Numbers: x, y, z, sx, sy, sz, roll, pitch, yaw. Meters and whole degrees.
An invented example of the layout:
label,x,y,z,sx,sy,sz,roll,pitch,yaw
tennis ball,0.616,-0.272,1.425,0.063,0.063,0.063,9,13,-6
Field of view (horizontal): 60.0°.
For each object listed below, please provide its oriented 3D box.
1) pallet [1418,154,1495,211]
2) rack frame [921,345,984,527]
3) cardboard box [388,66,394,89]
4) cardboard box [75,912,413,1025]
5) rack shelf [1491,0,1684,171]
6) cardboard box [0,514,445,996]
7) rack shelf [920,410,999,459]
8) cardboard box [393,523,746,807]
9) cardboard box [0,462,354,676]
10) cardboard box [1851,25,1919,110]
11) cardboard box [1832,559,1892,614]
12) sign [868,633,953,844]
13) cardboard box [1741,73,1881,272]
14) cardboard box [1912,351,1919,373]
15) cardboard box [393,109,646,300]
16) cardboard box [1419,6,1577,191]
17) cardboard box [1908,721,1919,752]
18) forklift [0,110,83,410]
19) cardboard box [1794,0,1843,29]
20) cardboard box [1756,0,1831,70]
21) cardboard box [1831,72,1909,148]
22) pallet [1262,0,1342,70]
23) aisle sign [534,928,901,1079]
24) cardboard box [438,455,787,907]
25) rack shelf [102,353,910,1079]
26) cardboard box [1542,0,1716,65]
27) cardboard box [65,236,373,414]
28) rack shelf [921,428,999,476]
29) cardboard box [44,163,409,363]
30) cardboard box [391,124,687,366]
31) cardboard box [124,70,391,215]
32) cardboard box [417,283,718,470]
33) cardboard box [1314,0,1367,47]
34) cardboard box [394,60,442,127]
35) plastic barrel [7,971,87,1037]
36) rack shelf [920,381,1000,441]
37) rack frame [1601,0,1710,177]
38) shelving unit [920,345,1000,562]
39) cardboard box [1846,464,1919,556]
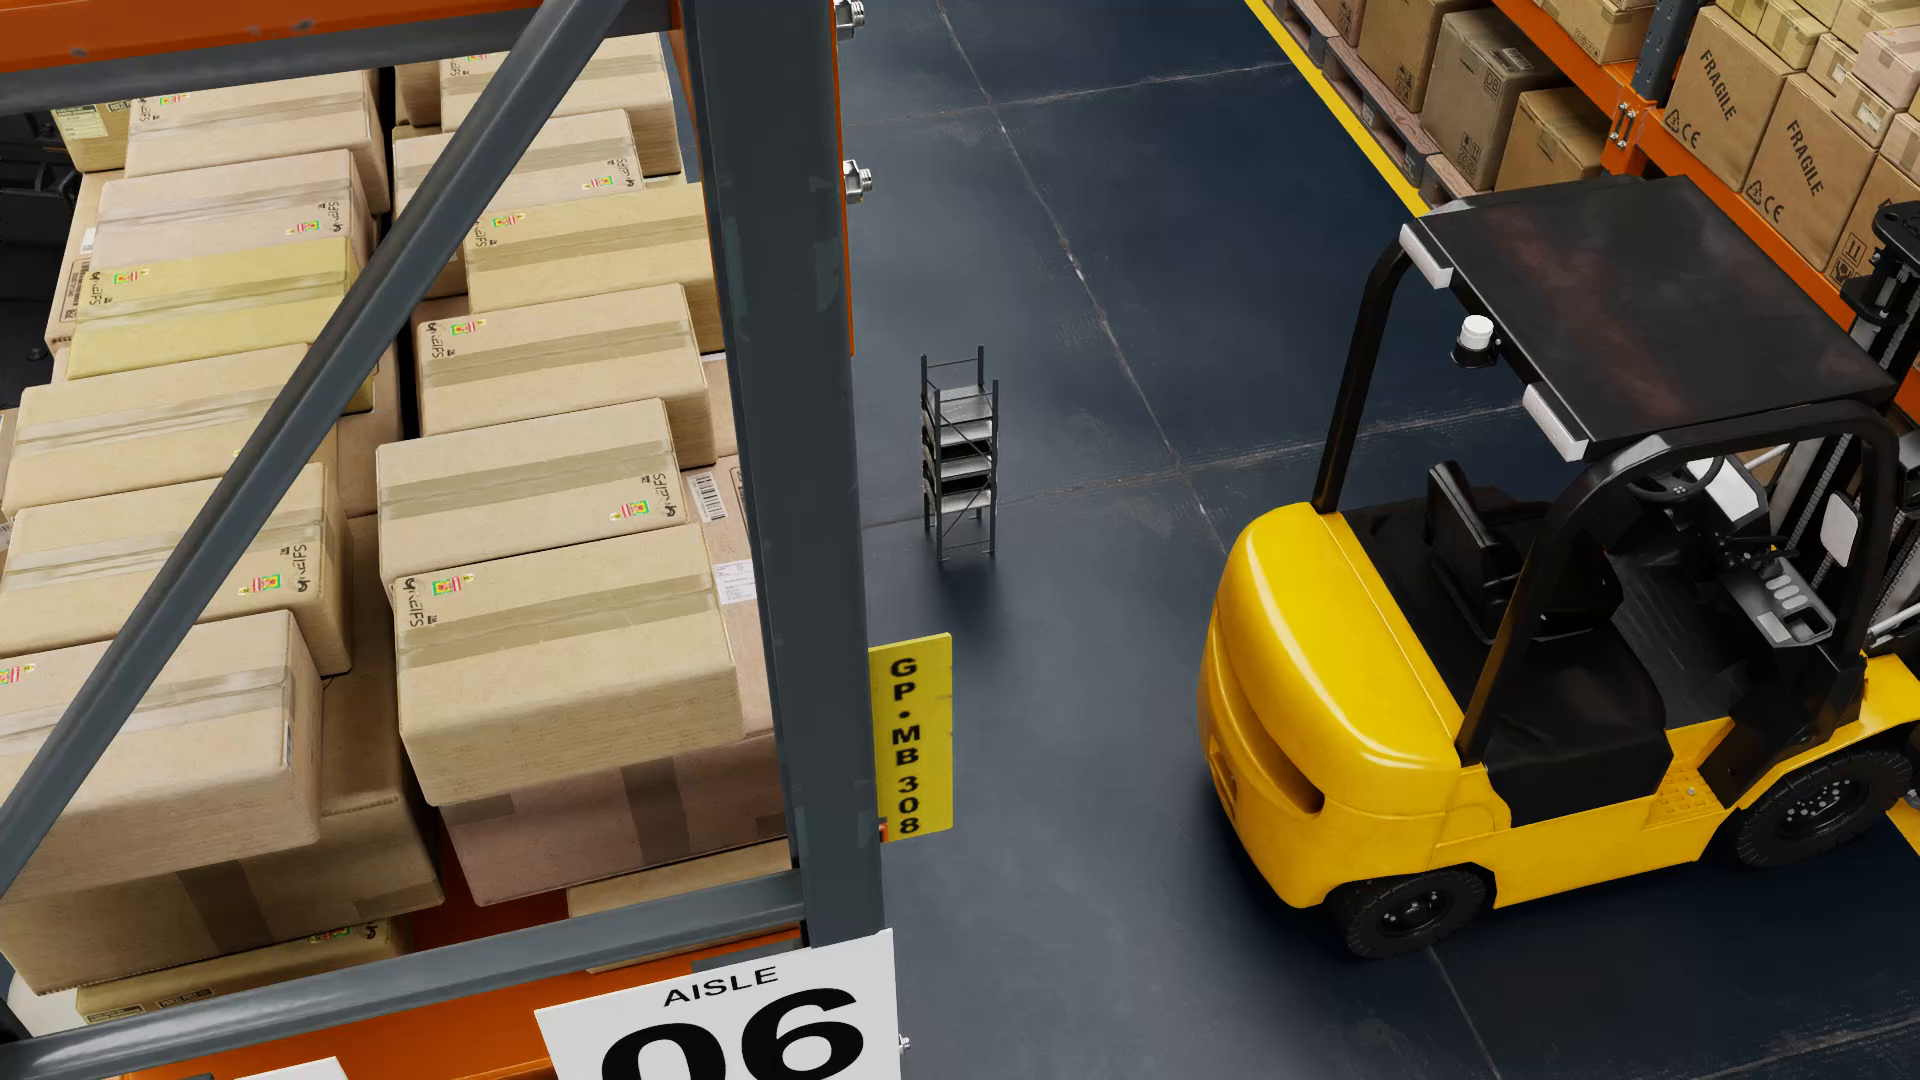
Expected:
label,x,y,z,sx,sy,sz,roll,pitch,yaw
pallet,2.966,-1.528,8.100,1.003,0.211,1.213,-11,47,-10
rack frame,-0.028,-0.391,6.503,0.240,0.900,0.006,-11,47,-10
cardboard box,-1.501,-1.137,3.561,0.500,0.250,0.500,-10,46,-10
cardboard box,-0.943,0.512,2.223,0.380,0.149,0.250,-11,47,-10
rack shelf,2.680,-3.131,8.222,1.077,0.370,4.000,-11,47,-10
cardboard box,-0.973,0.264,2.188,0.500,0.250,0.500,-11,47,-11
rack shelf,-0.002,-0.423,6.329,0.258,0.077,0.200,-11,47,-10
cardboard box,-0.475,0.146,2.024,0.380,0.149,0.250,-11,47,-11
cardboard box,-0.982,0.064,2.105,0.380,0.149,0.250,-10,46,-10
cardboard box,3.182,-1.559,5.445,0.380,0.149,0.250,-10,46,-9
cardboard box,3.394,0.074,5.858,0.500,0.250,0.500,-11,47,-10
sign,-0.057,0.214,1.728,0.100,0.325,0.005,-11,47,-10
cardboard box,3.202,-1.327,5.880,0.500,0.500,0.500,-10,46,-10
cardboard box,3.441,-0.626,5.193,0.500,0.500,0.500,-10,46,-10
cardboard box,-0.708,-0.550,2.706,0.380,0.149,0.250,-11,47,-11
cardboard box,2.856,-2.214,8.188,0.875,0.625,0.625,-11,47,-11
cardboard box,3.553,0.616,5.677,0.500,0.250,0.500,-10,46,-10
forklift,-3.763,-1.642,6.307,1.130,2.935,3.031,5,46,5
cardboard box,3.158,-1.933,5.812,0.380,0.149,0.250,-10,46,-10
cardboard box,3.087,-1.818,5.907,0.380,0.149,0.250,-10,46,-9
cardboard box,3.172,-1.459,5.555,0.380,0.149,0.250,-10,46,-9
pallet,2.341,-3.212,9.750,1.003,0.211,1.213,-11,47,-10
aisle sign,-0.266,0.746,2.099,0.394,0.787,0.004,-11,47,-10
cardboard box,-0.453,0.172,2.278,0.500,0.250,0.500,-11,47,-11
rack shelf,-1.093,-0.510,3.553,1.077,0.370,4.000,-11,47,-10
cardboard box,2.810,-2.250,6.960,0.500,0.250,0.500,-10,46,-9
cardboard box,-1.081,-0.294,2.455,0.380,0.149,0.250,-10,46,-10
rack shelf,-0.002,-0.360,6.394,0.258,0.077,0.200,-11,47,-10
cardboard box,-1.238,-0.441,2.878,0.500,0.250,0.500,-10,46,-9
cardboard box,-0.728,-0.530,2.965,0.500,0.250,0.500,-9,46,-9
cardboard box,-1.178,-0.649,2.803,0.380,0.149,0.250,-12,47,-11
cardboard box,-0.560,-0.209,2.372,0.380,0.149,0.250,-11,47,-10
cardboard box,2.489,-3.197,9.152,0.875,0.625,0.625,-9,46,-9
cardboard box,-0.835,-0.911,3.060,0.380,0.149,0.250,-10,46,-9
plastic barrel,-2.574,1.422,5.060,0.512,0.421,0.421,19,48,17
rack shelf,-0.002,-0.486,6.265,0.258,0.077,0.200,-11,47,-10
rack frame,3.192,-2.002,6.612,1.000,3.000,0.127,-11,47,-10
shelving unit,-0.002,-0.321,6.434,0.258,0.900,0.210,-11,47,-10
cardboard box,3.399,-0.085,5.665,0.500,0.250,0.500,-12,47,-11
